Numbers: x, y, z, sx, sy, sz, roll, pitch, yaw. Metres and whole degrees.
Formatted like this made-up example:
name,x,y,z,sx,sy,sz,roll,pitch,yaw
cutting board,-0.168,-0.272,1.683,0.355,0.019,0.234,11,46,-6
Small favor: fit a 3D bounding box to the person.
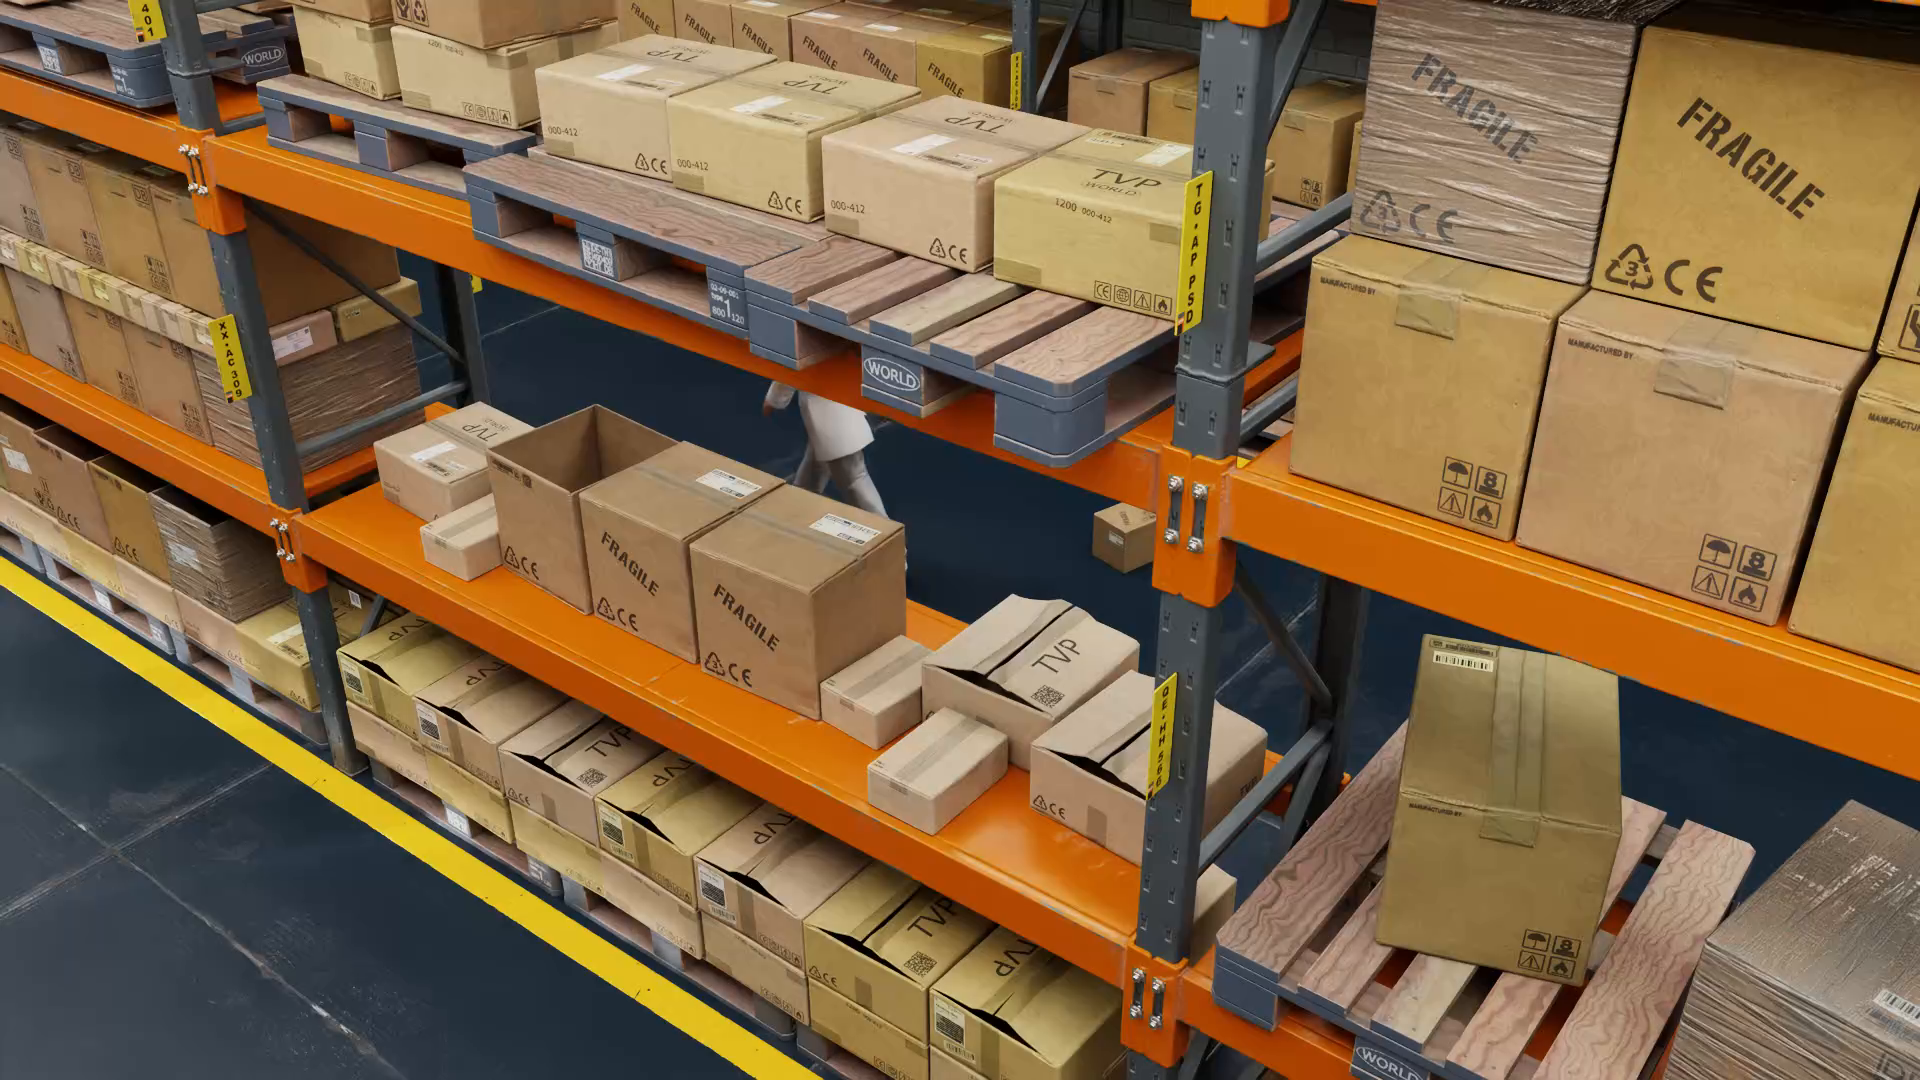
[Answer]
name,x,y,z,sx,sy,sz,roll,pitch,yaw
person,-0.700,-0.682,8.366,1.052,1.628,0.602,18,35,28
